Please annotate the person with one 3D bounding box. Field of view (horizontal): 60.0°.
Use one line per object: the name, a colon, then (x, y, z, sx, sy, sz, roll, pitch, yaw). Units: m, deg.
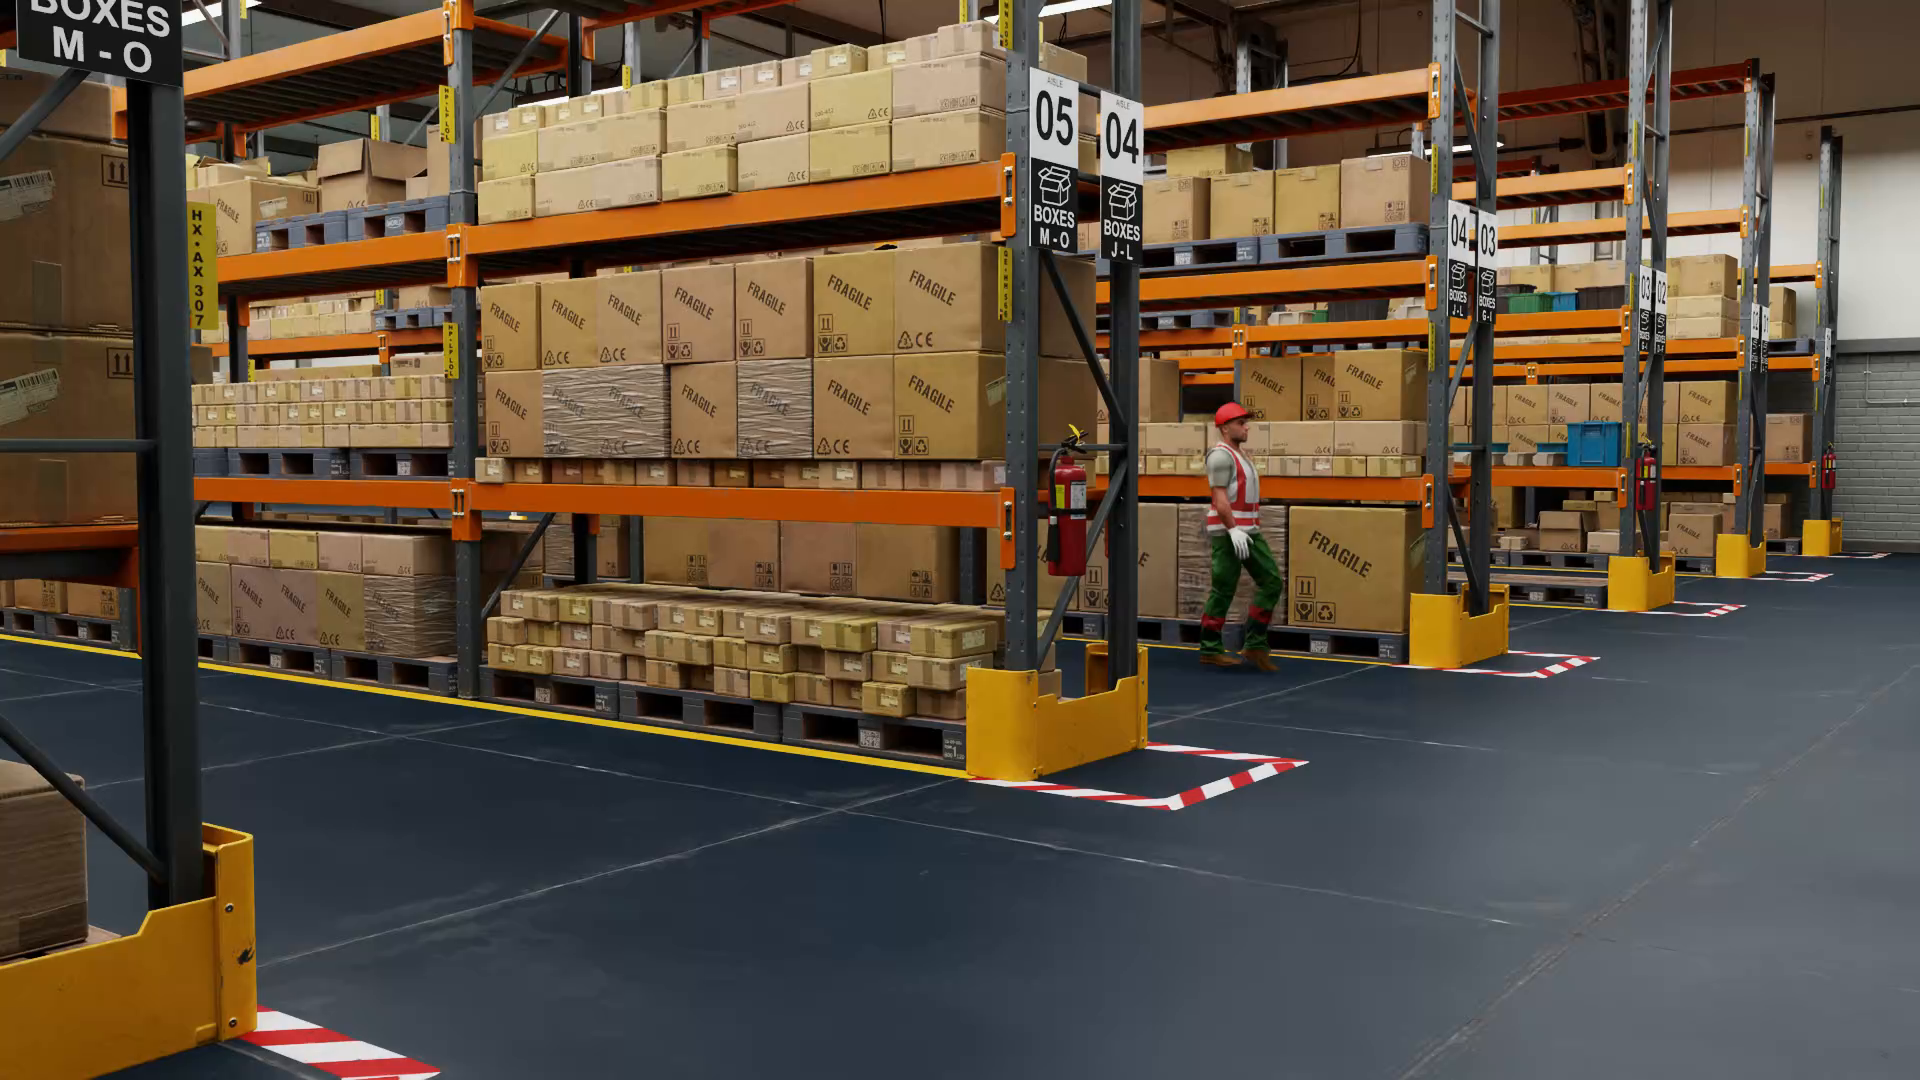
person: (1.875, 0.000, 11.174, 0.514, 1.844, 0.589, 2, 4, 33)
